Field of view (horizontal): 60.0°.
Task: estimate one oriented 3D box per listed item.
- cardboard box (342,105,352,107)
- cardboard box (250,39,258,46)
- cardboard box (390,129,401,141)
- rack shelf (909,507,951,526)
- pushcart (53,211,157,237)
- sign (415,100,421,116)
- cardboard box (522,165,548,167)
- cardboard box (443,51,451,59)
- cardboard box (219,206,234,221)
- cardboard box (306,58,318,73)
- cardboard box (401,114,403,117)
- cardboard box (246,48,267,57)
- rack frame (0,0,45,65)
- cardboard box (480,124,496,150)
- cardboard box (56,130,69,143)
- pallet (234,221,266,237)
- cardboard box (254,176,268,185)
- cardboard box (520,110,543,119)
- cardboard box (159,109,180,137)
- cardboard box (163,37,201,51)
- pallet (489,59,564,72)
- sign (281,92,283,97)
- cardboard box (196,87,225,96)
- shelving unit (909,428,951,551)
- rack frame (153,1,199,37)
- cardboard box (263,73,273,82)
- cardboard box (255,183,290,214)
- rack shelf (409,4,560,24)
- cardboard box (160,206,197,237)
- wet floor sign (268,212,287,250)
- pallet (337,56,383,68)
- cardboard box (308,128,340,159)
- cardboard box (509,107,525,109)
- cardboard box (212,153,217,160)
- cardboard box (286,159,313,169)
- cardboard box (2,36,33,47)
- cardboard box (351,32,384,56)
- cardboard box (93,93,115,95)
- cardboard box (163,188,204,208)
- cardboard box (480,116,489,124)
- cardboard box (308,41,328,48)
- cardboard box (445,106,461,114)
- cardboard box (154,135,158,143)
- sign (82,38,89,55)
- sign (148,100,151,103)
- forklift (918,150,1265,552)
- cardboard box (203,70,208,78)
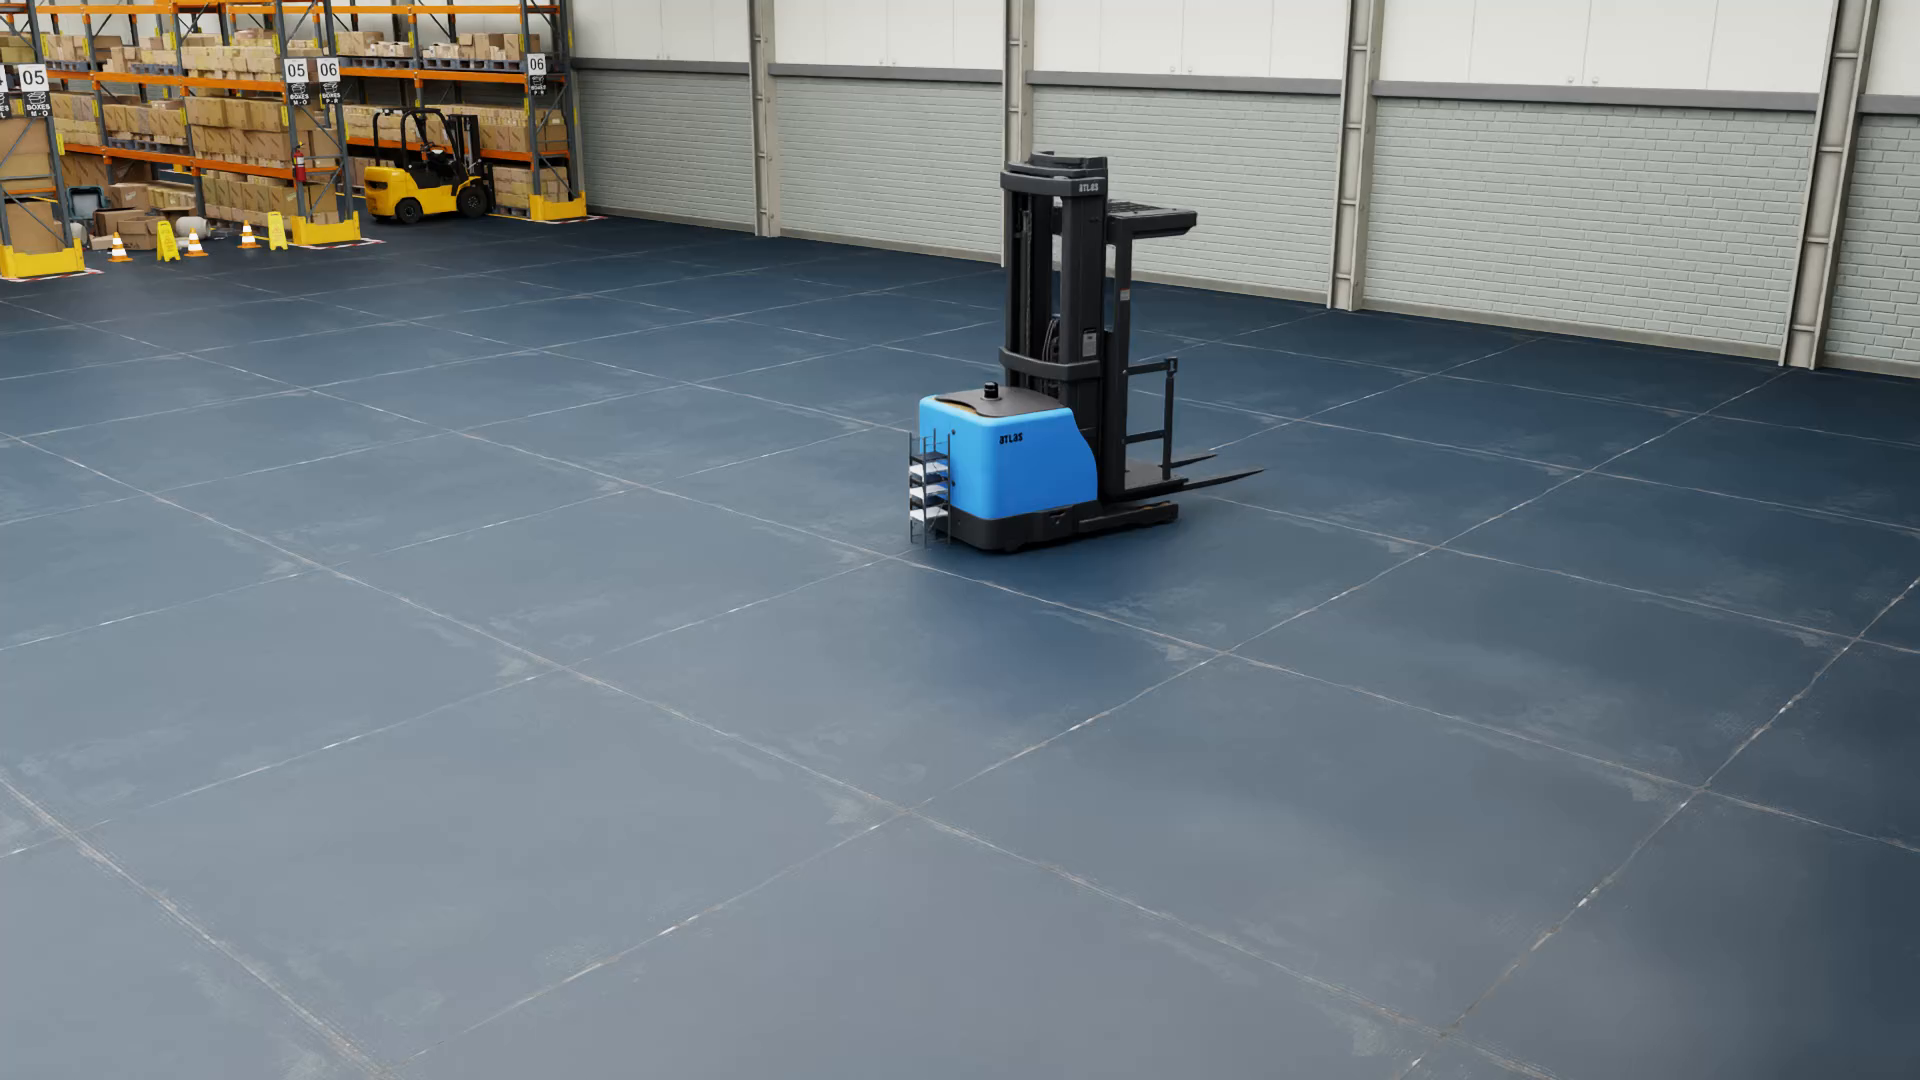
[{"bbox_3d":[-13.874,-9.739,37.602,0.250,0.149,0.380,16,23,40],"label":"cardboard box"},{"bbox_3d":[-16.558,-11.766,39.332,0.250,0.149,0.380,15,23,38],"label":"cardboard box"},{"bbox_3d":[-12.056,-8.833,36.234,0.500,0.250,0.500,15,23,39],"label":"cardboard box"},{"bbox_3d":[-0.232,-0.186,12.915,0.258,0.077,0.200,-11,21,-32],"label":"rack shelf"},{"bbox_3d":[-15.893,-5.863,30.963,0.936,0.377,1.648,7,19,21],"label":"pushcart"},{"bbox_3d":[-11.478,-9.152,35.208,0.005,0.325,0.100,15,23,39],"label":"sign"},{"bbox_3d":[-8.743,-7.565,34.188,0.500,0.250,0.500,15,23,39],"label":"cardboard box"},{"bbox_3d":[-10.416,-10.008,34.284,0.250,0.149,0.380,16,24,41],"label":"cardboard box"},{"bbox_3d":[-13.748,-6.245,31.681,0.500,0.250,0.500,17,24,42],"label":"cardboard box"},{"bbox_3d":[-11.625,-8.497,29.725,0.500,0.250,0.500,15,23,38],"label":"cardboard box"},{"bbox_3d":[-11.881,-9.247,36.052,0.250,0.149,0.380,15,23,39],"label":"cardboard box"},{"bbox_3d":[-12.579,-8.748,29.856,0.250,0.149,0.380,15,23,39],"label":"cardboard box"},{"bbox_3d":[-14.636,-8.555,25.193,0.127,3.000,1.000,15,23,39],"label":"rack frame"},{"bbox_3d":[-9.441,-8.256,34.002,0.500,0.500,0.500,14,23,38],"label":"cardboard box"},{"bbox_3d":[-19.118,-8.713,35.856,0.500,0.250,0.500,15,23,38],"label":"cardboard box"},{"bbox_3d":[-12.975,-5.938,31.474,1.213,0.211,1.003,15,23,39],"label":"pallet"},{"bbox_3d":[-12.703,-6.604,30.500,0.250,0.149,0.380,16,23,40],"label":"cardboard box"},{"bbox_3d":[-8.541,-8.483,33.152,0.250,0.149,0.380,15,23,39],"label":"cardboard box"},{"bbox_3d":[-15.287,-8.169,32.541,0.500,0.500,0.500,15,23,40],"label":"cardboard box"},{"bbox_3d":[-14.935,-9.523,31.929,0.500,0.250,0.500,16,23,40],"label":"cardboard box"},{"bbox_3d":[-8.645,-9.495,33.259,1.213,0.211,1.003,15,23,39],"label":"pallet"},{"bbox_3d":[-16.743,-11.047,41.049,0.005,0.325,0.100,15,23,39],"label":"sign"},{"bbox_3d":[-18.818,-11.147,41.793,0.500,0.500,0.500,16,23,41],"label":"cardboard box"},{"bbox_3d":[-0.232,-0.390,12.850,0.258,0.900,0.210,-11,21,-32],"label":"shelving unit"},{"bbox_3d":[-20.101,-14.032,42.449,0.127,3.000,1.000,15,23,39],"label":"rack frame"},{"bbox_3d":[-12.086,-8.197,29.438,0.250,0.149,0.380,15,23,40],"label":"cardboard box"},{"bbox_3d":[-12.590,-6.289,30.581,0.500,0.500,0.500,16,24,41],"label":"cardboard box"},{"bbox_3d":[-9.629,-10.687,33.761,4.000,0.370,1.077,15,23,39],"label":"rack shelf"},{"bbox_3d":[-14.519,-5.926,30.953,0.500,0.500,0.500,-3,18,-8],"label":"cardboard box"},{"bbox_3d":[-11.994,-5.434,29.166,0.267,0.644,0.232,-9,20,-27],"label":"wet floor sign"},{"bbox_3d":[-13.550,-10.790,37.504,1.003,0.211,1.213,16,24,42],"label":"pallet"},{"bbox_3d":[-11.596,-7.183,30.130,0.500,0.500,0.500,15,23,38],"label":"cardboard box"},{"bbox_3d":[-9.012,-8.784,34.103,0.250,0.149,0.380,16,24,41],"label":"cardboard box"},{"bbox_3d":[-13.952,-7.298,31.564,0.250,0.149,0.380,15,23,39],"label":"cardboard box"},{"bbox_3d":[-11.847,-6.743,29.815,0.250,0.149,0.380,16,24,41],"label":"cardboard box"},{"bbox_3d":[-14.674,-7.773,25.923,0.250,0.149,0.380,15,23,40],"label":"cardboard box"},{"bbox_3d":[-12.976,-10.886,36.472,0.500,0.500,0.500,16,23,41],"label":"cardboard box"},{"bbox_3d":[-18.370,-9.326,35.719,0.500,0.500,0.500,16,24,41],"label":"cardboard box"},{"bbox_3d":[-15.351,-6.835,33.340,0.950,0.372,0.625,-17,24,-42],"label":"cardboard box"},{"bbox_3d":[-9.554,-8.575,33.934,0.250,0.149,0.380,15,23,40],"label":"cardboard box"},{"bbox_3d":[-14.571,-11.258,37.765,0.250,0.149,0.380,16,24,41],"label":"cardboard box"},{"bbox_3d":[-10.507,-8.974,34.701,0.250,0.149,0.380,16,23,40],"label":"cardboard box"},{"bbox_3d":[-15.739,-7.968,32.983,0.250,0.149,0.380,15,23,39],"label":"cardboard box"},{"bbox_3d":[-17.783,-10.032,33.820,0.005,0.325,0.100,15,23,39],"label":"sign"},{"bbox_3d":[-17.056,-9.081,34.984,0.005,0.325,0.100,15,23,39],"label":"sign"},{"bbox_3d":[1.177,-1.625,13.386,3.031,2.935,1.130,-11,21,-32],"label":"forklift"},{"bbox_3d":[-13.929,-8.741,31.152,0.250,0.149,0.380,15,23,39],"label":"cardboard box"}]
